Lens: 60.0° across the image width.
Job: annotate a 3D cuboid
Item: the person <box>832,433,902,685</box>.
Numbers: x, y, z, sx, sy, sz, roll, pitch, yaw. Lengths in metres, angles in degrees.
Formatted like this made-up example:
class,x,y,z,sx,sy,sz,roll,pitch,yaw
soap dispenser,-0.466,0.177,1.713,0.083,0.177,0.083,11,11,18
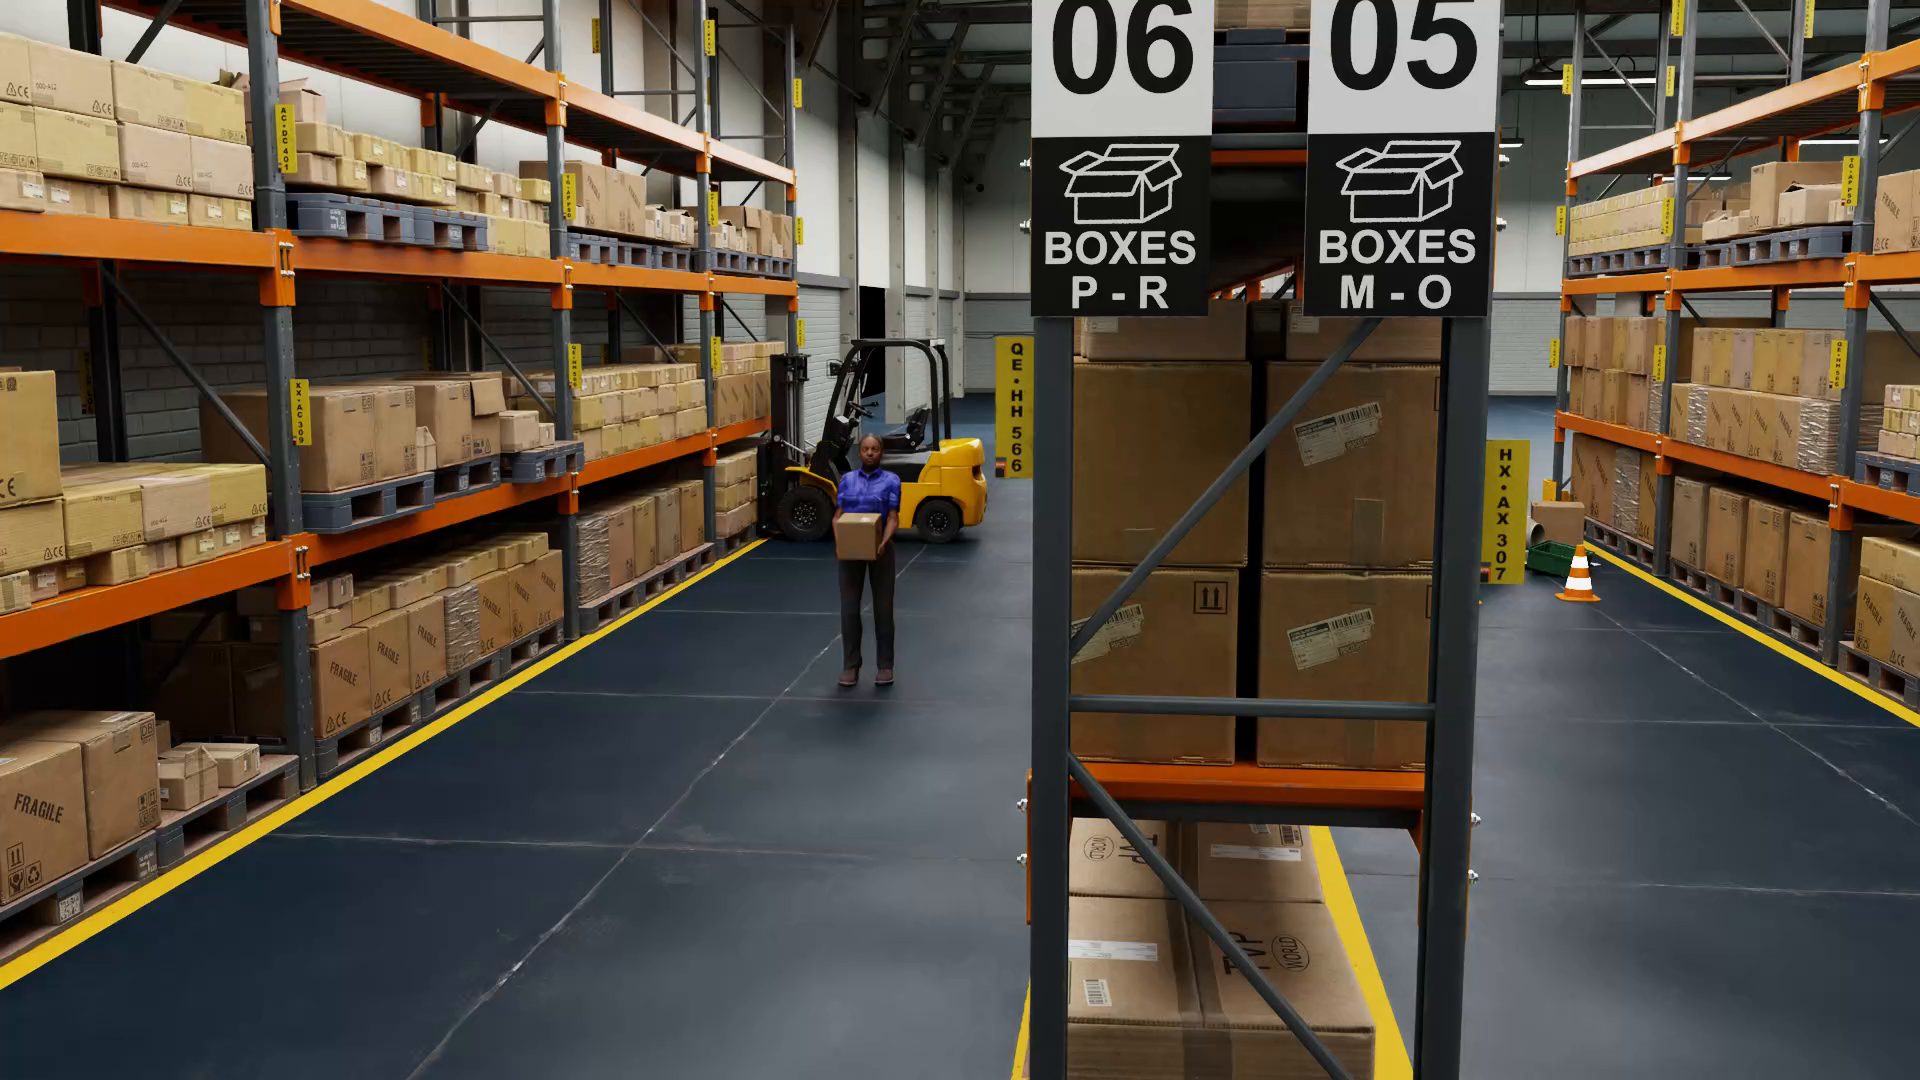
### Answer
class,x,y,z,sx,sy,sz,roll,pitch,yaw
person,-0.622,0.128,10.912,0.450,1.646,0.523,1,8,7
